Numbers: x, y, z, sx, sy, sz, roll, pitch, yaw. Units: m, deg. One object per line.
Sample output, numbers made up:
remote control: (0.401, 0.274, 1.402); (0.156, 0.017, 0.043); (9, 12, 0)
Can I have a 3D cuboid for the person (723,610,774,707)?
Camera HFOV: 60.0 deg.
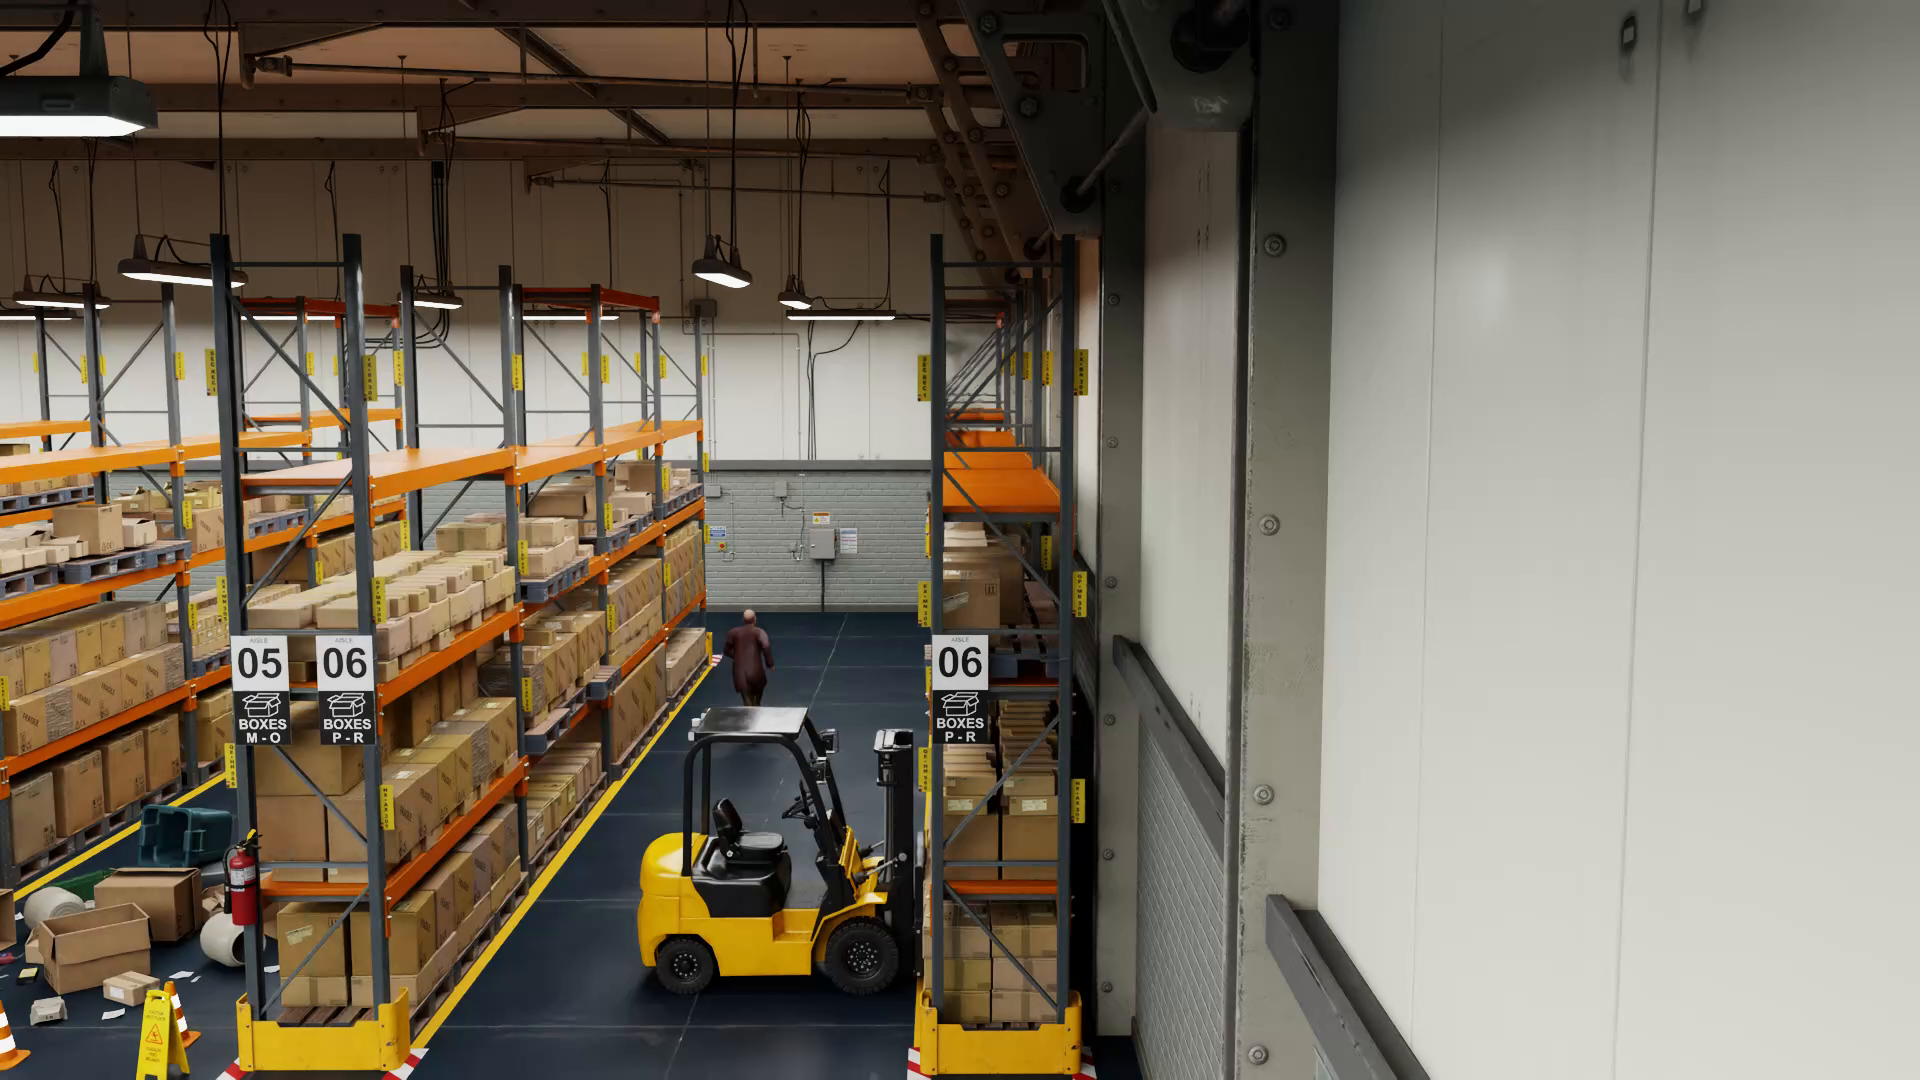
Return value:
person: (-2.886, 1.851, 22.532); (0.724, 1.738, 0.884); (0, 6, 4)
